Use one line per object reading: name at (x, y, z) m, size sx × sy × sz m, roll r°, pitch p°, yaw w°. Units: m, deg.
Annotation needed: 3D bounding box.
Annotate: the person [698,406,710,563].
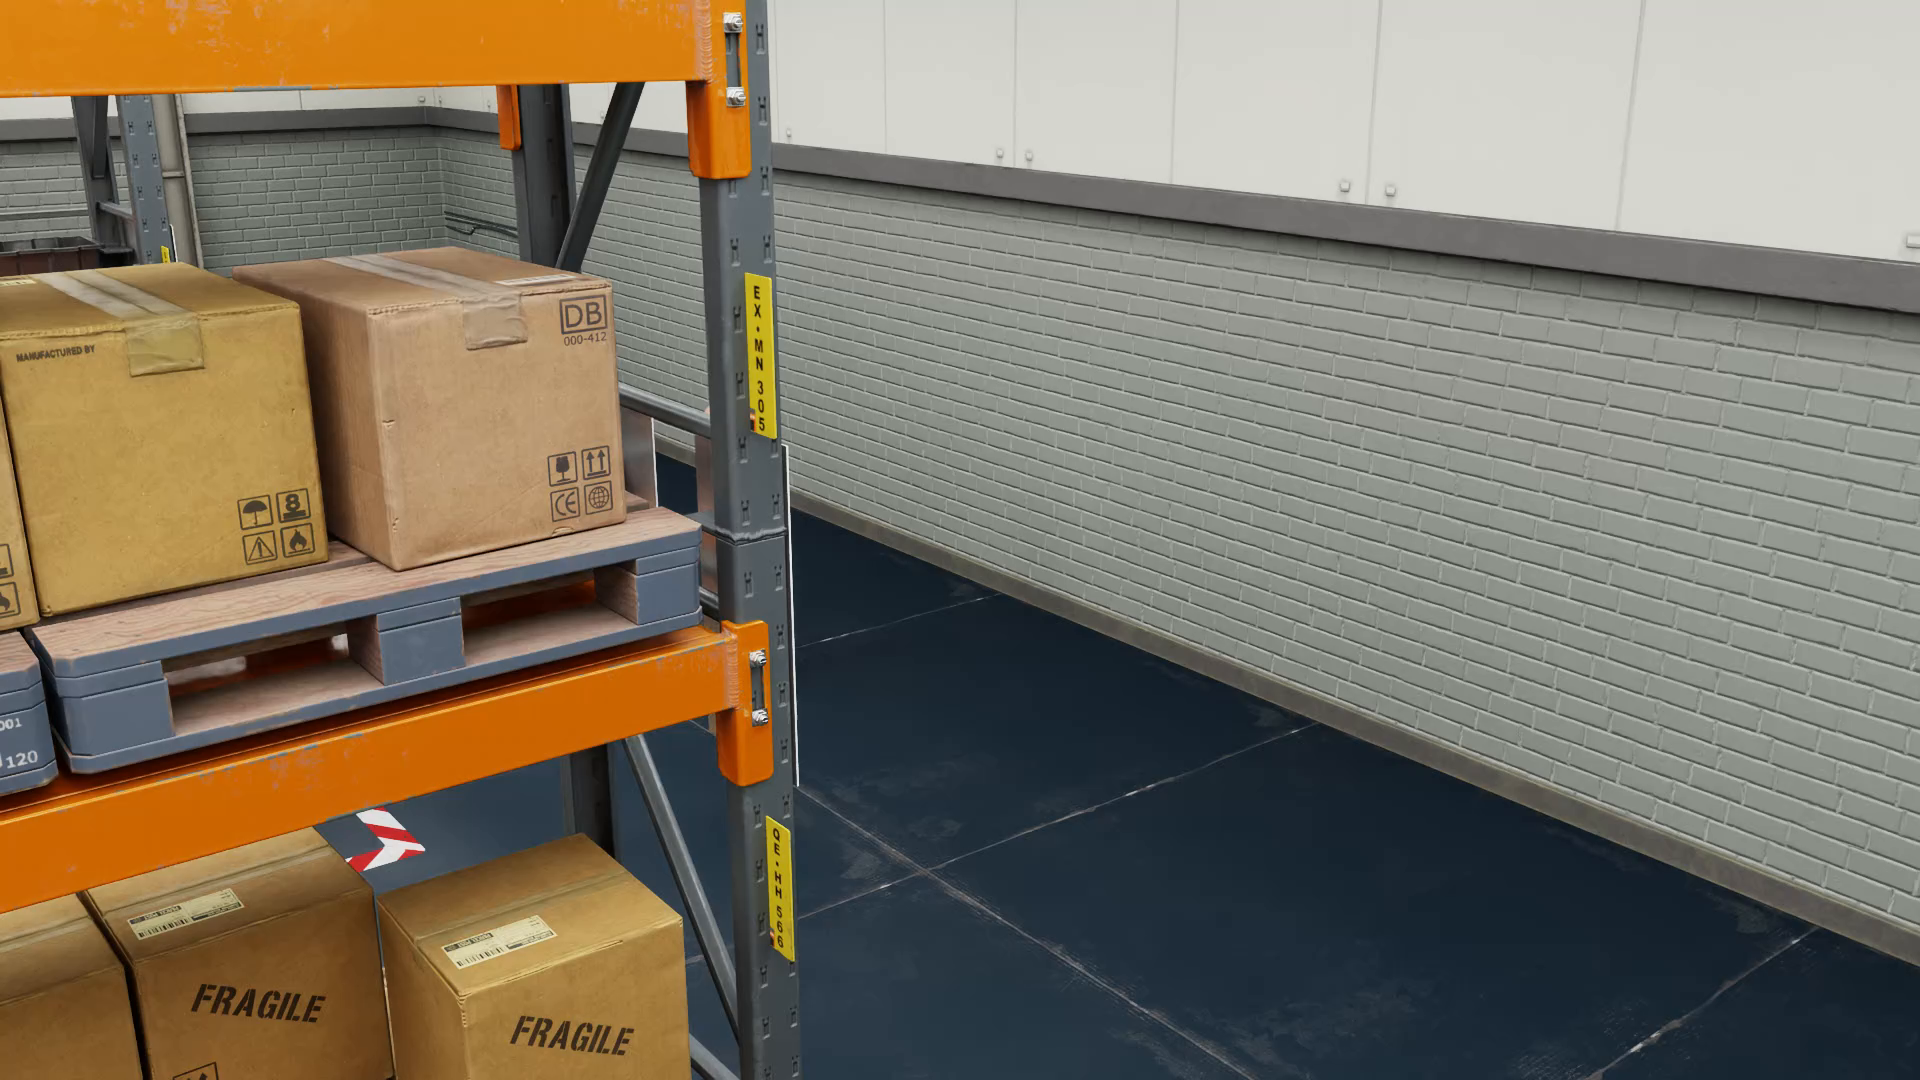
person at (-1.479, -0.019, 10.635) m, size 0.425 × 1.773 × 0.644 m, roll -13°, pitch 22°, yaw -36°
